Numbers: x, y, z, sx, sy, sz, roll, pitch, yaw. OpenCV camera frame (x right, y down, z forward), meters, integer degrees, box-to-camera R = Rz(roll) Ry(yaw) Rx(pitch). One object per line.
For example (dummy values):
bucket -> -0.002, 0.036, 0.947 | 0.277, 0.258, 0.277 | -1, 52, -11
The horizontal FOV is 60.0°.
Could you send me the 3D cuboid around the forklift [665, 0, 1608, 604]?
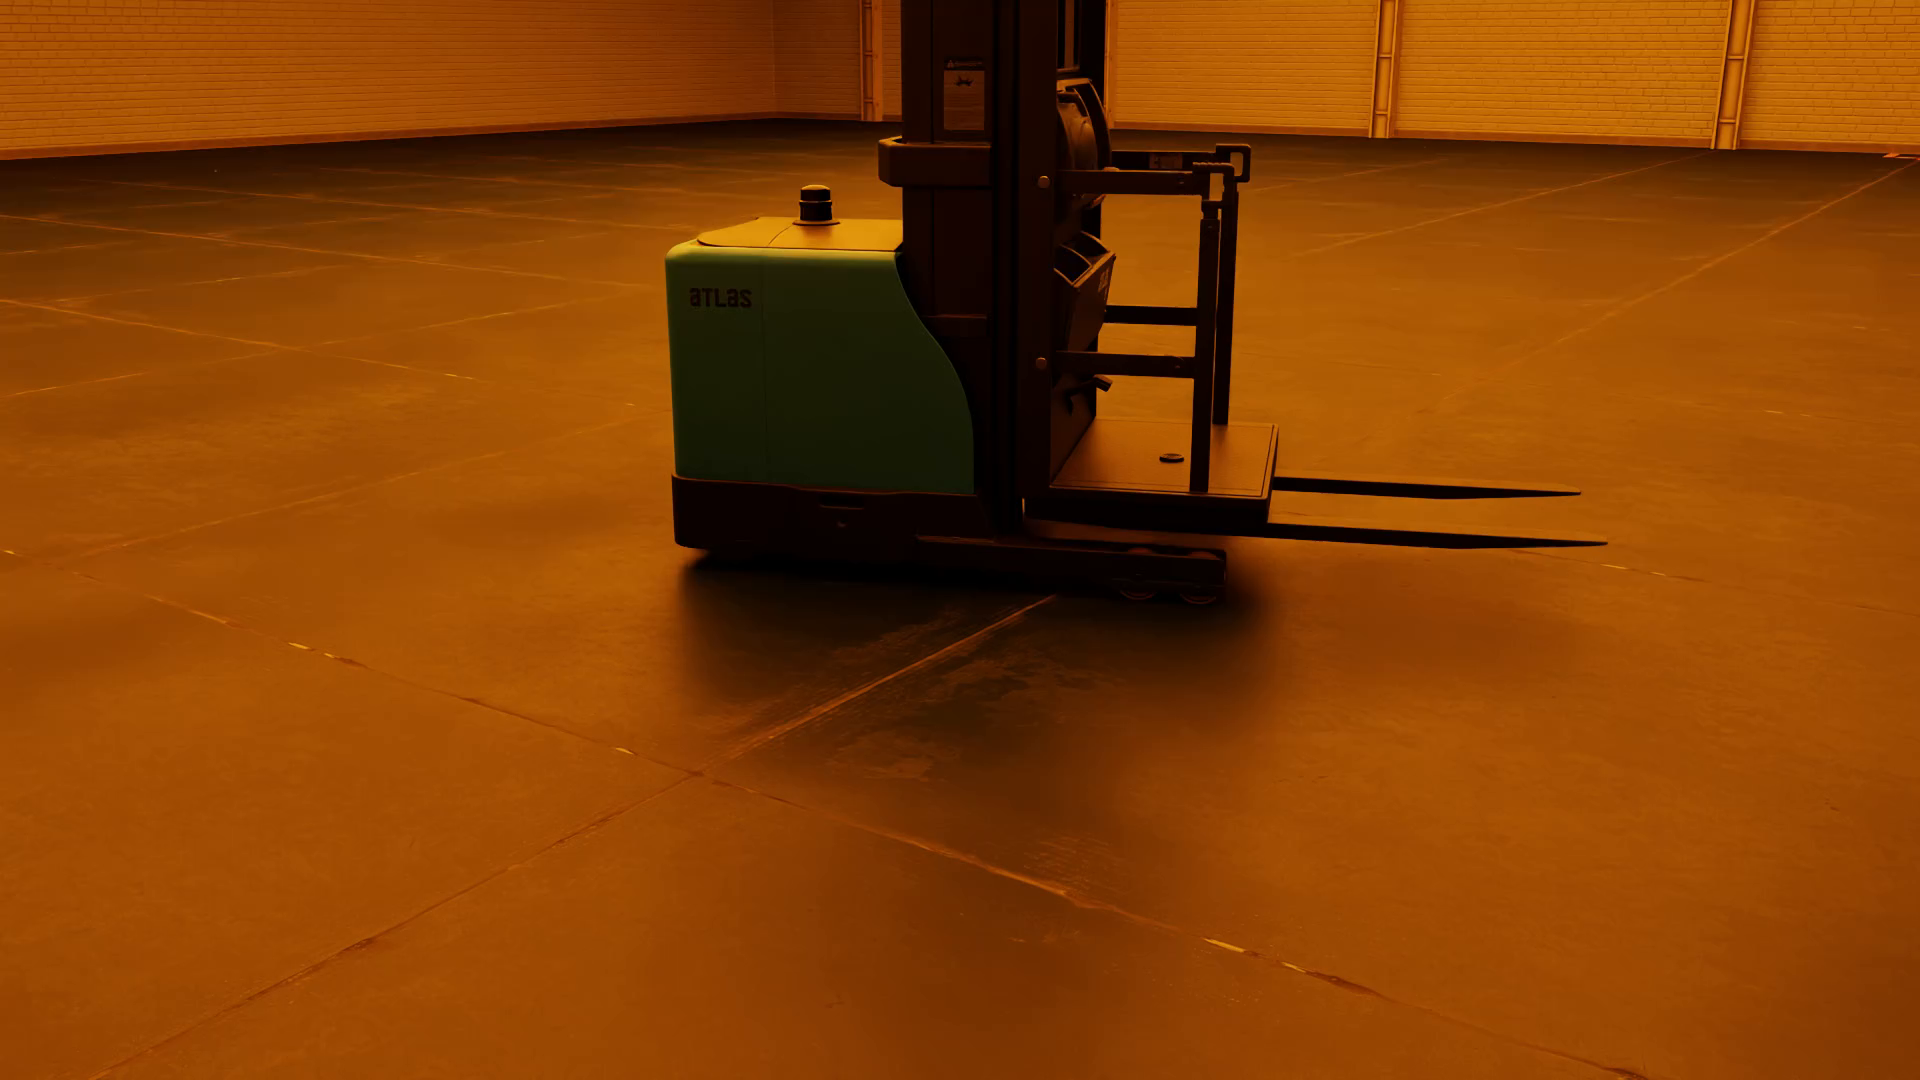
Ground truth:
forklift -> 0.595, -1.367, 5.404 | 3.031, 2.935, 1.130 | 4, 17, 12
